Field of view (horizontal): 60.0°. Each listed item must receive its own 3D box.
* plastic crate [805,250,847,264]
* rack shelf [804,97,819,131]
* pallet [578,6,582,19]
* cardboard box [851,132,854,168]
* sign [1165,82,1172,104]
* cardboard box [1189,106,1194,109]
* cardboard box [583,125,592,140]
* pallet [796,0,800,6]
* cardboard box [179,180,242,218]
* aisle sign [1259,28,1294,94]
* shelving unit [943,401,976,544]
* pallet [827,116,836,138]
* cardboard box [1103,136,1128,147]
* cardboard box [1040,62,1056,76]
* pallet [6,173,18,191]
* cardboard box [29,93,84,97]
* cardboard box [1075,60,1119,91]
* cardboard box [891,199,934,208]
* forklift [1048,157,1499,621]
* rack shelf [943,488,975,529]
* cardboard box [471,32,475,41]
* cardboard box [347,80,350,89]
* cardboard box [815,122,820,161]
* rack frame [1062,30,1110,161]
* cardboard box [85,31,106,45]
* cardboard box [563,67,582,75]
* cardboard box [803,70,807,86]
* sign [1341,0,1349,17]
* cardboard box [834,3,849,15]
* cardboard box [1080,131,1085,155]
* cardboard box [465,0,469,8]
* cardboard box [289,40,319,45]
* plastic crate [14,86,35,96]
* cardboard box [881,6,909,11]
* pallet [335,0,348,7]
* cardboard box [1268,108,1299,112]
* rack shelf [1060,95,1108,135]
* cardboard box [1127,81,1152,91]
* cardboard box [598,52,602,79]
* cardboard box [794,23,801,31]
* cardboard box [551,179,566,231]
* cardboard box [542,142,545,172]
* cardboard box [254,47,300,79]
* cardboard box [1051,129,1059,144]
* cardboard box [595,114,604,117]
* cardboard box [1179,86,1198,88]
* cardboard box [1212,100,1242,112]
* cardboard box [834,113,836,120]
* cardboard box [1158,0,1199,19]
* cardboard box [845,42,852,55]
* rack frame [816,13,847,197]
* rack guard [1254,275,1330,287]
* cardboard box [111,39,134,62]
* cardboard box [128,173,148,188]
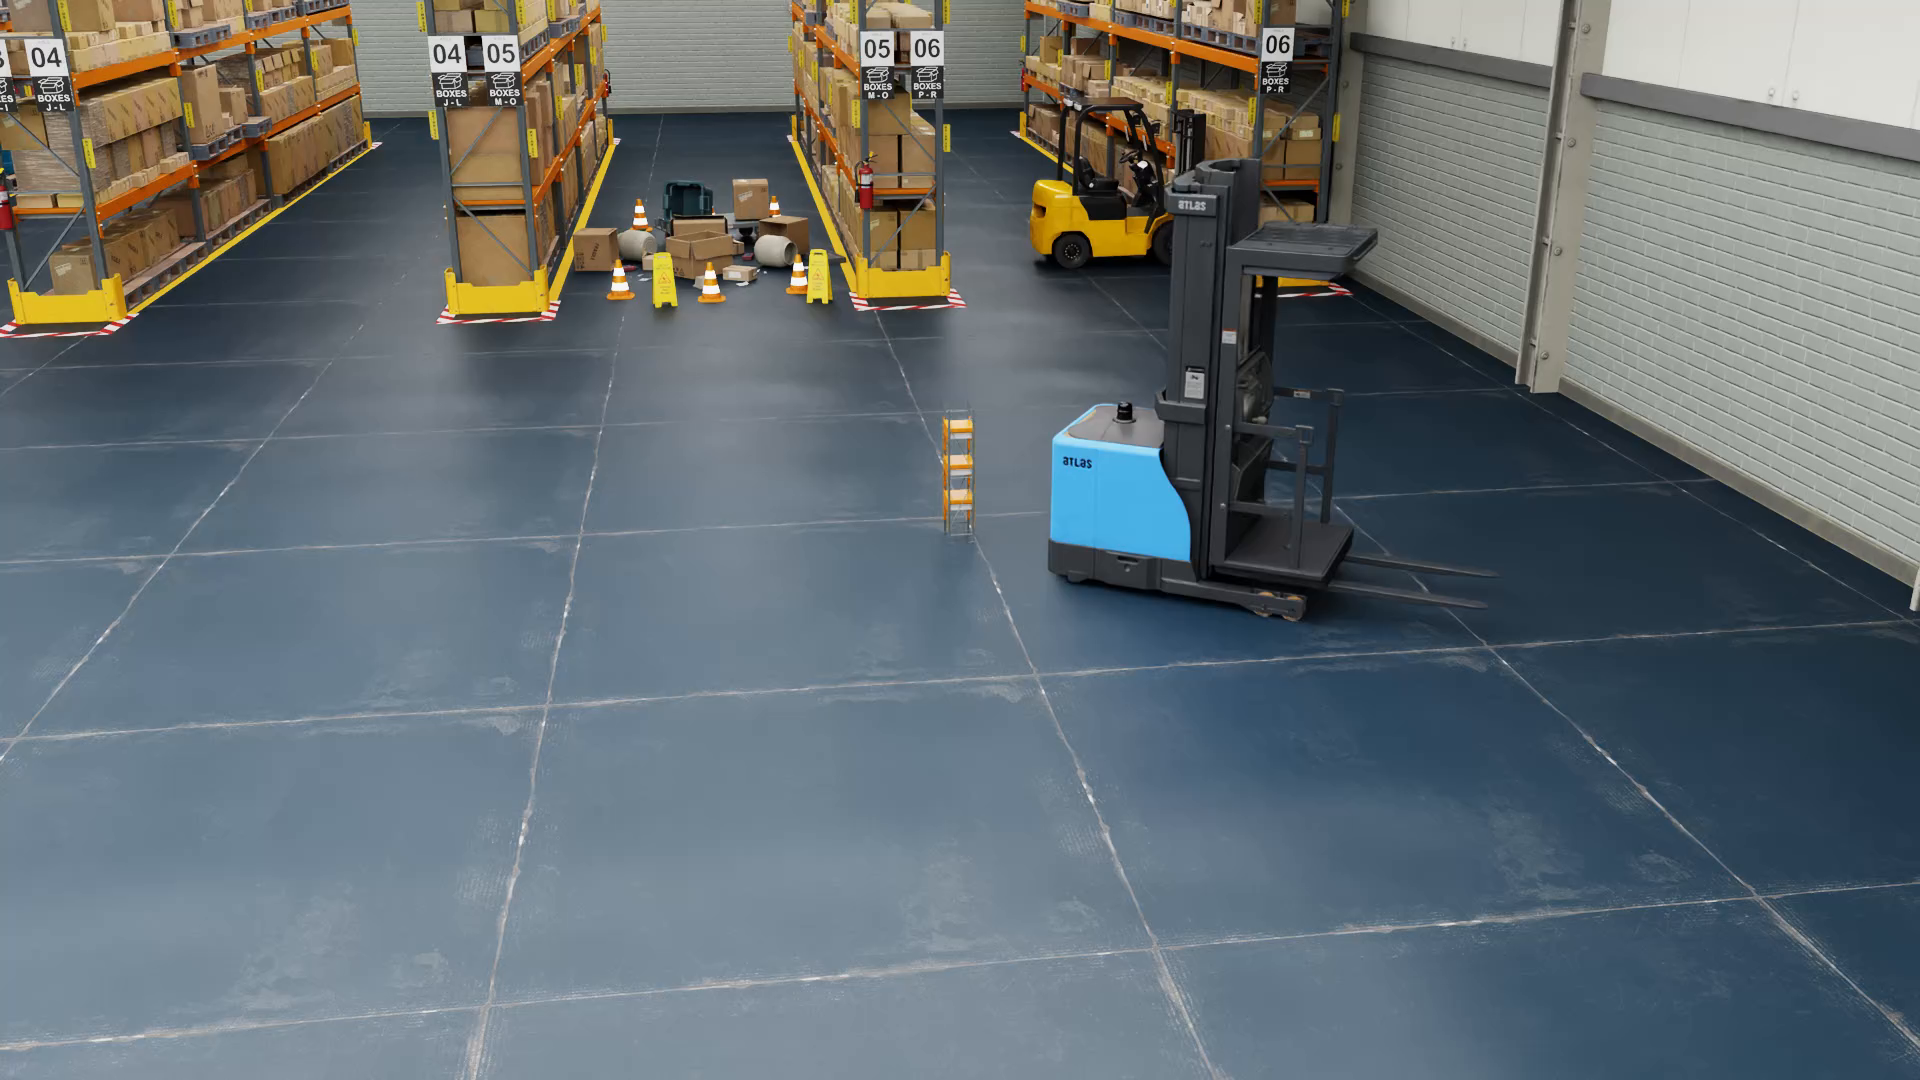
[{"bbox_3d":[-1.870,-3.926,23.114,0.402,0.080,0.583,-11,23,-26],"label":"plastic crate"},{"bbox_3d":[-2.150,-7.619,29.858,1.077,0.370,4.000,-3,21,-8],"label":"rack shelf"},{"bbox_3d":[-7.186,-9.103,28.784,1.213,0.211,1.003,-3,21,-8],"label":"pallet"},{"bbox_3d":[-1.127,-5.028,21.323,0.500,0.500,0.500,-3,21,-8],"label":"cardboard box"},{"bbox_3d":[3.091,-6.605,24.572,0.100,0.325,0.005,-3,21,-8],"label":"sign"},{"bbox_3d":[3.478,-6.090,23.665,0.380,0.149,0.250,-2,21,-7],"label":"cardboard box"},{"bbox_3d":[-6.904,-7.317,29.922,0.500,0.250,0.500,-2,21,-5],"label":"cardboard box"},{"bbox_3d":[-2.718,-10.718,32.965,1.003,0.211,1.213,-3,21,-8],"label":"pallet"},{"bbox_3d":[-11.371,-5.181,25.244,0.700,0.500,0.500,-1,21,-3],"label":"cardboard box"},{"bbox_3d":[3.922,-5.926,20.580,0.394,0.787,0.004,-3,21,-8],"label":"aisle sign"},{"bbox_3d":[-0.008,-0.510,12.582,0.215,1.050,0.252,-3,21,-8],"label":"shelving unit"},{"bbox_3d":[-1.536,-6.491,26.082,1.003,0.211,1.213,-3,21,-8],"label":"pallet"},{"bbox_3d":[2.728,-7.003,29.225,0.380,0.149,0.250,-4,21,-10],"label":"cardboard box"},{"bbox_3d":[1.939,-9.658,34.077,0.500,0.250,0.500,-3,21,-9],"label":"cardboard box"},{"bbox_3d":[-17.076,-6.324,29.346,1.003,0.211,1.213,-3,21,-8],"label":"pallet"},{"bbox_3d":[-10.986,-5.173,20.282,0.500,0.500,0.500,-3,21,-8],"label":"cardboard box"},{"bbox_3d":[2.509,-8.514,30.482,0.700,0.500,0.500,-3,21,-8],"label":"cardboard box"},{"bbox_3d":[-0.635,-4.236,22.029,0.500,0.500,0.500,-4,21,-10],"label":"cardboard box"},{"bbox_3d":[2.195,-1.036,11.301,3.031,2.935,1.130,9,22,22],"label":"forklift"},{"bbox_3d":[-0.008,-0.240,12.683,0.215,0.259,0.240,-3,21,-8],"label":"rack shelf"},{"bbox_3d":[-6.085,-6.102,20.096,0.380,0.149,0.250,-3,21,-7],"label":"cardboard box"},{"bbox_3d":[-12.335,-9.046,33.008,0.380,0.149,0.250,-3,21,-7],"label":"cardboard box"},{"bbox_3d":[-2.270,-7.640,31.320,0.875,0.875,0.875,-2,21,-6],"label":"cardboard box"},{"bbox_3d":[2.473,-8.901,32.259,1.000,3.000,0.127,-3,21,-8],"label":"rack frame"},{"bbox_3d":[-10.426,-5.981,19.800,0.380,0.149,0.250,-3,21,-8],"label":"cardboard box"},{"bbox_3d":[-6.996,-8.410,29.855,0.380,0.149,0.250,-4,21,-9],"label":"cardboard box"},{"bbox_3d":[-2.654,-8.646,31.078,0.500,0.250,0.500,-4,21,-9],"label":"cardboard box"},{"bbox_3d":[4.753,-6.623,20.513,0.100,0.325,0.005,-3,21,-8],"label":"sign"},{"bbox_3d":[-1.563,-7.415,23.213,0.380,0.149,0.250,-3,21,-9],"label":"cardboard box"},{"bbox_3d":[2.474,-7.391,31.189,0.500,0.500,0.500,-4,21,-9],"label":"cardboard box"},{"bbox_3d":[-6.048,-6.389,19.724,0.380,0.149,0.250,-3,21,-7],"label":"cardboard box"},{"bbox_3d":[-12.947,-9.601,32.854,0.500,0.500,0.500,-3,21,-9],"label":"cardboard box"},{"bbox_3d":[-17.027,-8.279,30.418,0.402,0.464,0.583,-3,21,-8],"label":"plastic crate"},{"bbox_3d":[-0.858,-7.081,22.321,0.380,0.149,0.250,-3,21,-9],"label":"cardboard box"},{"bbox_3d":[-12.704,-10.641,32.760,1.003,0.211,1.213,-3,21,-8],"label":"pallet"},{"bbox_3d":[4.288,-5.632,22.014,0.380,0.149,0.250,-3,21,-7],"label":"cardboard box"},{"bbox_3d":[2.761,-7.871,30.531,1.077,0.370,4.000,-3,21,-8],"label":"rack shelf"},{"bbox_3d":[2.956,-7.471,27.363,0.380,0.149,0.250,-3,21,-7],"label":"cardboard box"},{"bbox_3d":[-7.428,-9.439,33.133,0.500,0.500,0.500,-3,21,-8],"label":"cardboard box"},{"bbox_3d":[-3.205,-10.533,34.132,0.380,0.149,0.250,-2,21,-6],"label":"cardboard box"},{"bbox_3d":[-6.347,-4.948,24.291,1.050,0.750,0.750,-3,21,-8],"label":"cardboard box"},{"bbox_3d":[-5.865,-4.977,21.540,0.875,0.550,0.500,-3,21,-8],"label":"cardboard box"},{"bbox_3d":[-12.145,-8.445,29.463,0.797,0.503,0.637,-3,21,-9],"label":"cardboard box"},{"bbox_3d":[2.051,-8.118,33.472,0.396,0.266,0.258,-2,21,-6],"label":"cardboard box"},{"bbox_3d":[-7.572,-8.719,34.396,0.380,0.149,0.250,-3,21,-7],"label":"cardboard box"},{"bbox_3d":[3.614,-7.144,26.487,0.380,0.149,0.250,-3,21,-7],"label":"cardboard box"},{"bbox_3d":[3.696,-5.968,22.913,0.380,0.149,0.250,-3,21,-8],"label":"cardboard box"},{"bbox_3d":[-1.579,-6.410,24.424,0.500,0.500,0.500,-3,21,-9],"label":"cardboard box"},{"bbox_3d":[3.281,-7.976,24.881,0.500,0.311,0.500,-4,21,-9],"label":"cardboard box"},{"bbox_3d":[-1.302,-6.421,21.691,0.380,0.149,0.250,-3,21,-8],"label":"cardboard box"},{"bbox_3d":[-1.862,-7.264,27.878,1.000,3.000,0.127,-3,21,-8],"label":"rack frame"},{"bbox_3d":[4.206,-3.566,21.550,1.175,0.500,0.348,-3,21,-8],"label":"rack guard"},{"bbox_3d":[-10.557,-6.039,20.525,0.500,0.250,0.500,-2,21,-6],"label":"cardboard box"},{"bbox_3d":[-10.440,-4.512,20.867,0.380,0.149,0.250,-3,21,-8],"label":"cardboard box"}]
